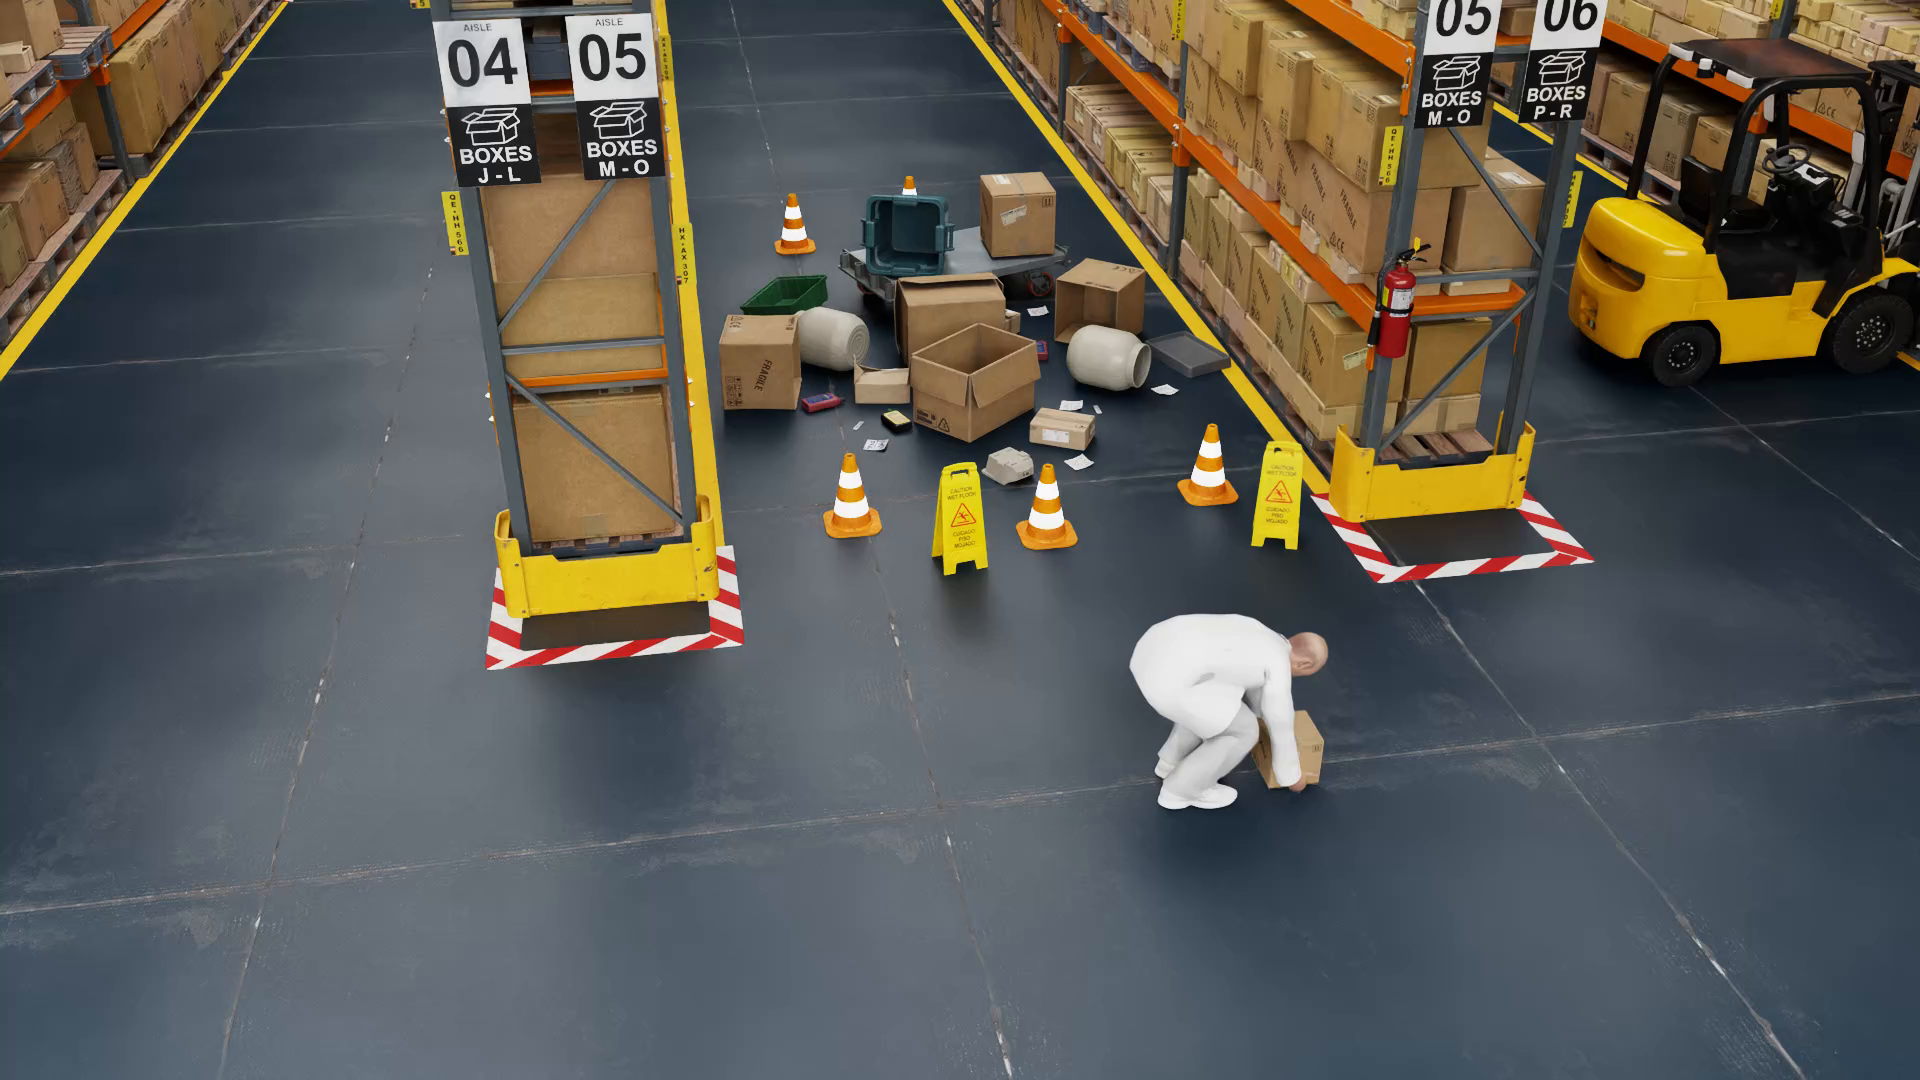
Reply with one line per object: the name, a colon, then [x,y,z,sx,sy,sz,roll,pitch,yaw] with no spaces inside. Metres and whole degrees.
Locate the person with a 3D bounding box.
person: [1.243,0.757,7.714,0.949,0.934,0.587,-7,31,-11]
